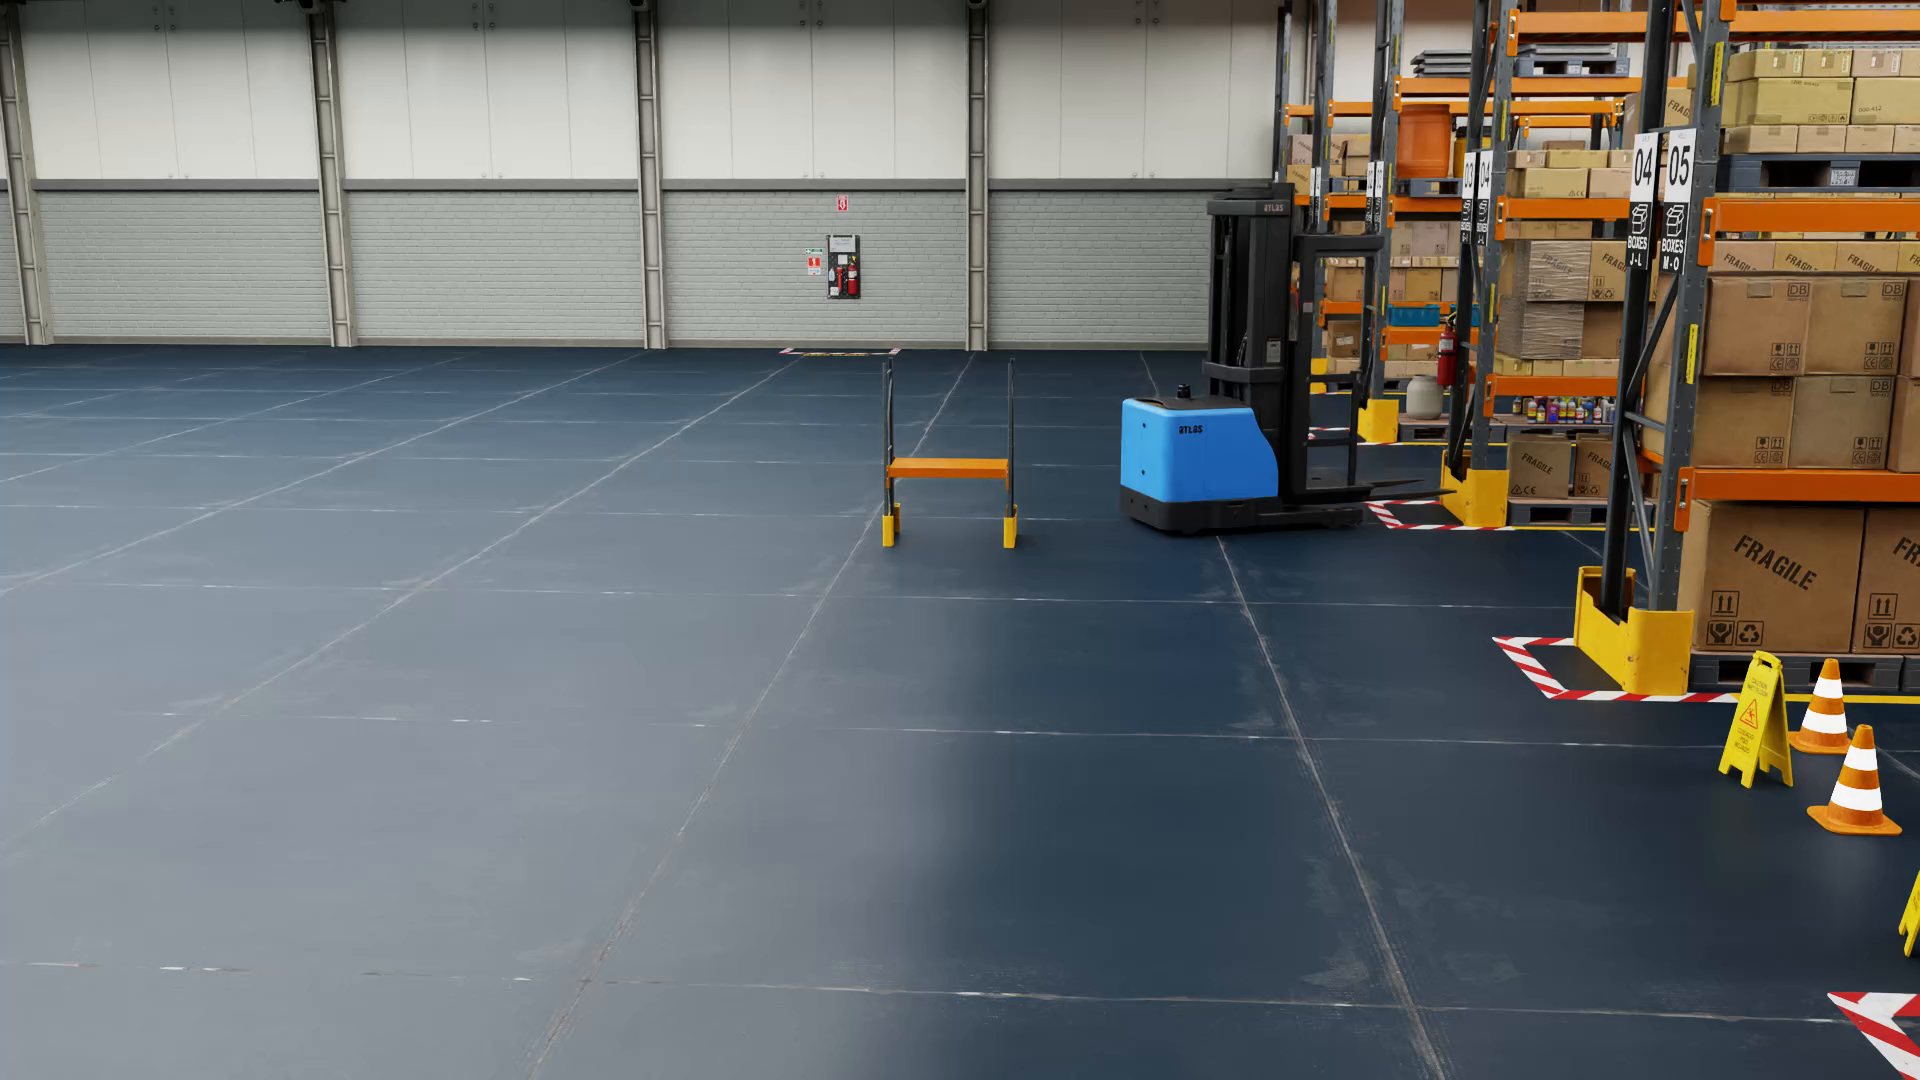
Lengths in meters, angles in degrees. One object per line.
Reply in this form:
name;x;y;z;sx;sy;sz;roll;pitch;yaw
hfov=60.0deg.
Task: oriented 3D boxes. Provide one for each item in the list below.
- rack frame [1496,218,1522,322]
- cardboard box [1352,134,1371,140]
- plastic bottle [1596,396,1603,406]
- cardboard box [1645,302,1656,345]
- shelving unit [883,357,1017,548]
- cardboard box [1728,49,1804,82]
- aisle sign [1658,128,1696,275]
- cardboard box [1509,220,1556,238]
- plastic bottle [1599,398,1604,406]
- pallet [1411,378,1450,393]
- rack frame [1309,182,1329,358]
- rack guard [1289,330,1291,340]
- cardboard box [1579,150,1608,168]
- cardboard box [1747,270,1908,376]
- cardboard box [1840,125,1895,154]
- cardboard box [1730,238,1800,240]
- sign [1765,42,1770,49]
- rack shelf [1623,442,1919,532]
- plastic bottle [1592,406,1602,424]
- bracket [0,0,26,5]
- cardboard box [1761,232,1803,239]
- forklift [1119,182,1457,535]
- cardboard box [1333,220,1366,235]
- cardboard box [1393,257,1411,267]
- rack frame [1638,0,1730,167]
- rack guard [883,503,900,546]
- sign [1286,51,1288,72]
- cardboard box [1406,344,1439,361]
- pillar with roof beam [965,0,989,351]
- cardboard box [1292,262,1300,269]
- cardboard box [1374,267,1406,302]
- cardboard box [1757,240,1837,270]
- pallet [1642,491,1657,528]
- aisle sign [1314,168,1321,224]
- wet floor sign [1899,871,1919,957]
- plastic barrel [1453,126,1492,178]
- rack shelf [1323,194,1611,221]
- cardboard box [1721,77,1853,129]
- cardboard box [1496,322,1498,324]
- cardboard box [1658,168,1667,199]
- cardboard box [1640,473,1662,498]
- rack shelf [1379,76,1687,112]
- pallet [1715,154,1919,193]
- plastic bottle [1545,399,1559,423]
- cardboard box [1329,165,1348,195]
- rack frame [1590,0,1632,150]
rack frame;9.532;-4.679;28.981;0.127;3.000;1.000;1;12;4
cardboard box;6.918;-6.673;28.454;0.500;0.500;0.500;1;12;5
plastic bottle;7.742;-1.650;20.060;0.133;0.283;0.061;1;12;6
cardboard box;6.098;-1.882;14.636;0.500;0.500;0.875;1;12;4
shelving unit;-0.076;-0.735;13.789;1.083;1.500;0.587;1;12;4
cardboard box;4.427;-2.607;9.143;0.250;0.149;0.380;1;12;4
aisle sign;4.025;-1.898;9.338;0.004;0.787;0.394;1;12;4
cardboard box;8.257;-4.363;24.054;0.500;0.500;0.700;1;12;4
plastic bottle;7.539;-1.523;19.451;0.133;0.283;0.061;1;12;4
pallet;7.193;-2.338;24.598;1.213;0.211;1.003;1;12;4
rack frame;5.213;-3.722;24.404;0.127;3.000;1.000;1;12;4
rack guard;5.617;-3.509;29.493;0.348;0.500;1.175;1;12;4
cardboard box;5.320;-3.235;14.146;0.250;0.149;0.380;1;12;3
cardboard box;5.038;-1.287;9.758;0.550;0.550;0.875;1;12;4
cardboard box;4.940;-2.209;9.189;0.250;0.149;0.380;1;12;4
cardboard box;7.109;-2.399;14.667;0.500;0.500;0.500;1;12;4
sign;8.822;-5.377;18.176;0.005;0.325;0.100;1;12;4
rack shelf;6.111;-0.307;9.835;4.000;0.370;1.077;1;12;4
plastic bottle;7.413;-1.457;19.337;0.097;0.201;0.097;0;12;0
bracket;-17.259;-9.850;30.255;0.430;0.232;0.235;1;12;4
cardboard box;13.987;-5.137;28.316;0.500;0.250;0.500;1;12;5
forklift;2.994;-1.634;14.589;3.031;2.935;1.130;-4;12;-17
cardboard box;5.731;-4.396;24.215;0.500;0.500;0.700;1;12;4
cardboard box;6.355;-4.028;24.041;0.250;0.149;0.380;1;12;3
rack frame;4.116;-3.623;9.278;0.127;3.000;1.000;1;12;4
rack guard;-0.573;-0.130;13.950;0.087;0.250;0.587;1;12;4
sign;5.504;-8.055;27.995;0.005;0.325;0.100;1;12;4
cardboard box;6.732;-2.885;24.263;0.500;0.500;0.500;1;12;4
pillar with roof beam;0.023;-7.040;25.615;0.548;9.000;9.100;1;12;4
cardboard box;5.997;-4.969;28.854;0.500;0.500;0.500;1;12;4
cardboard box;6.203;-3.756;24.321;0.500;0.500;0.700;1;12;5
cardboard box;7.074;-2.291;14.151;0.500;0.500;0.500;1;12;4
pallet;6.646;-0.297;14.840;1.213;0.211;1.003;1;12;4
aisle sign;5.127;-4.933;23.843;0.004;0.787;0.394;1;12;4
wet floor sign;3.768;1.258;6.350;0.232;0.644;0.267;5;13;23
plastic barrel;6.025;-4.486;19.247;0.600;0.588;0.600;0;12;0
rack shelf;7.209;-4.811;24.040;4.000;0.370;1.077;1;12;4
cardboard box;4.580;-2.422;9.235;0.500;0.250;0.500;1;12;4
cardboard box;7.765;-2.978;24.706;0.500;0.500;0.500;1;12;4
cardboard box;6.020;-3.020;14.090;0.500;0.250;0.500;1;12;4
cardboard box;6.392;-0.655;14.820;0.500;0.500;0.500;2;12;9
rack shelf;6.874;-5.071;18.937;4.000;0.370;1.077;1;12;4
pallet;4.856;-2.103;9.556;1.213;0.211;1.003;1;12;4
plastic bottle;6.892;-1.500;19.345;0.133;0.283;0.061;1;12;5
cardboard box;6.391;-6.191;28.587;0.500;0.500;0.500;2;12;8
rack frame;9.205;-6.604;23.528;0.127;3.000;1.000;1;12;4
